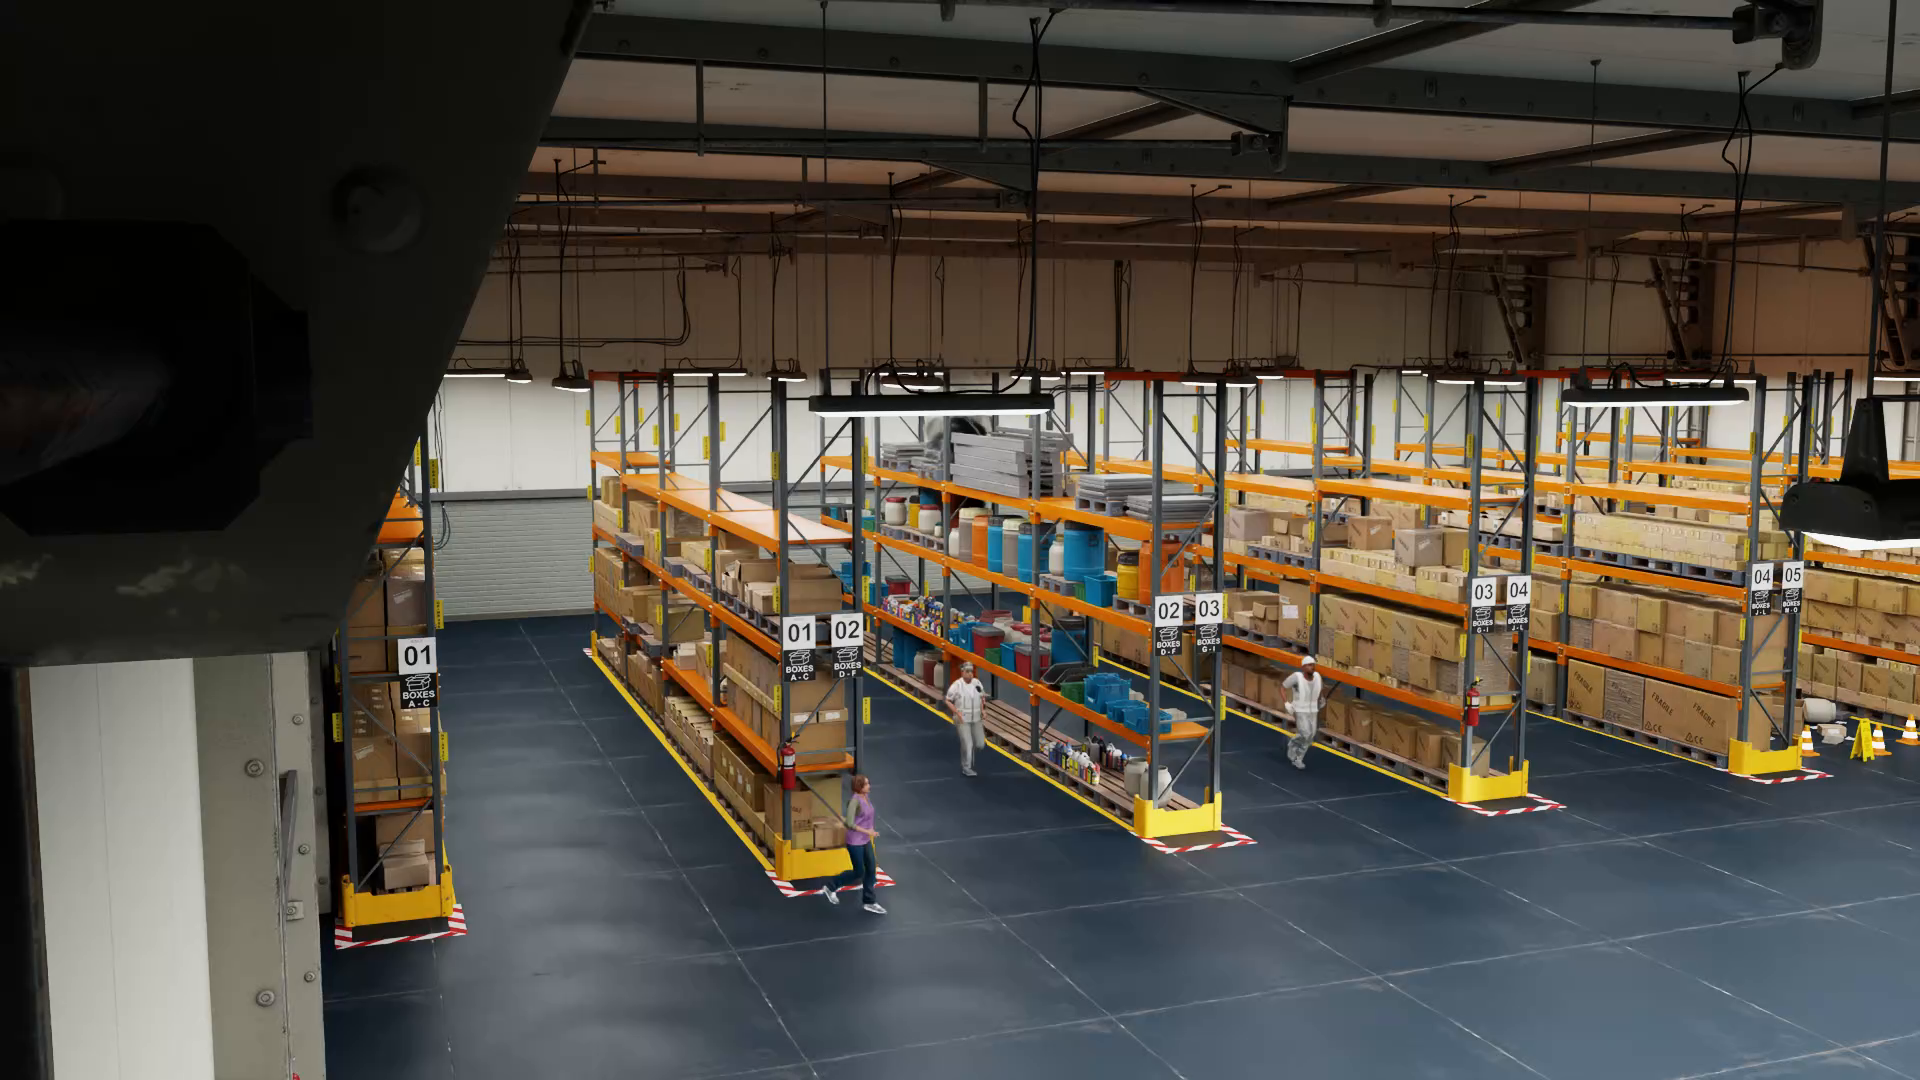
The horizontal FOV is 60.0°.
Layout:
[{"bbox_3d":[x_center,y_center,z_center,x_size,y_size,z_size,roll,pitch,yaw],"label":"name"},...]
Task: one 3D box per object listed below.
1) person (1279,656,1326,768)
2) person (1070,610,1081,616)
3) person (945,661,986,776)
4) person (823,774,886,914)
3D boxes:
[{"bbox_3d":[5.297,2.635,25.414,0.688,1.732,0.564,-3,7,-23],"label":"person"},{"bbox_3d":[2.109,2.082,30.433,0.558,1.677,0.942,-4,7,-30],"label":"person"},{"bbox_3d":[0.106,2.675,25.057,0.648,1.732,0.576,-3,7,-25],"label":"person"},{"bbox_3d":[-1.195,3.441,18.920,0.726,1.604,0.567,2,7,17],"label":"person"}]
